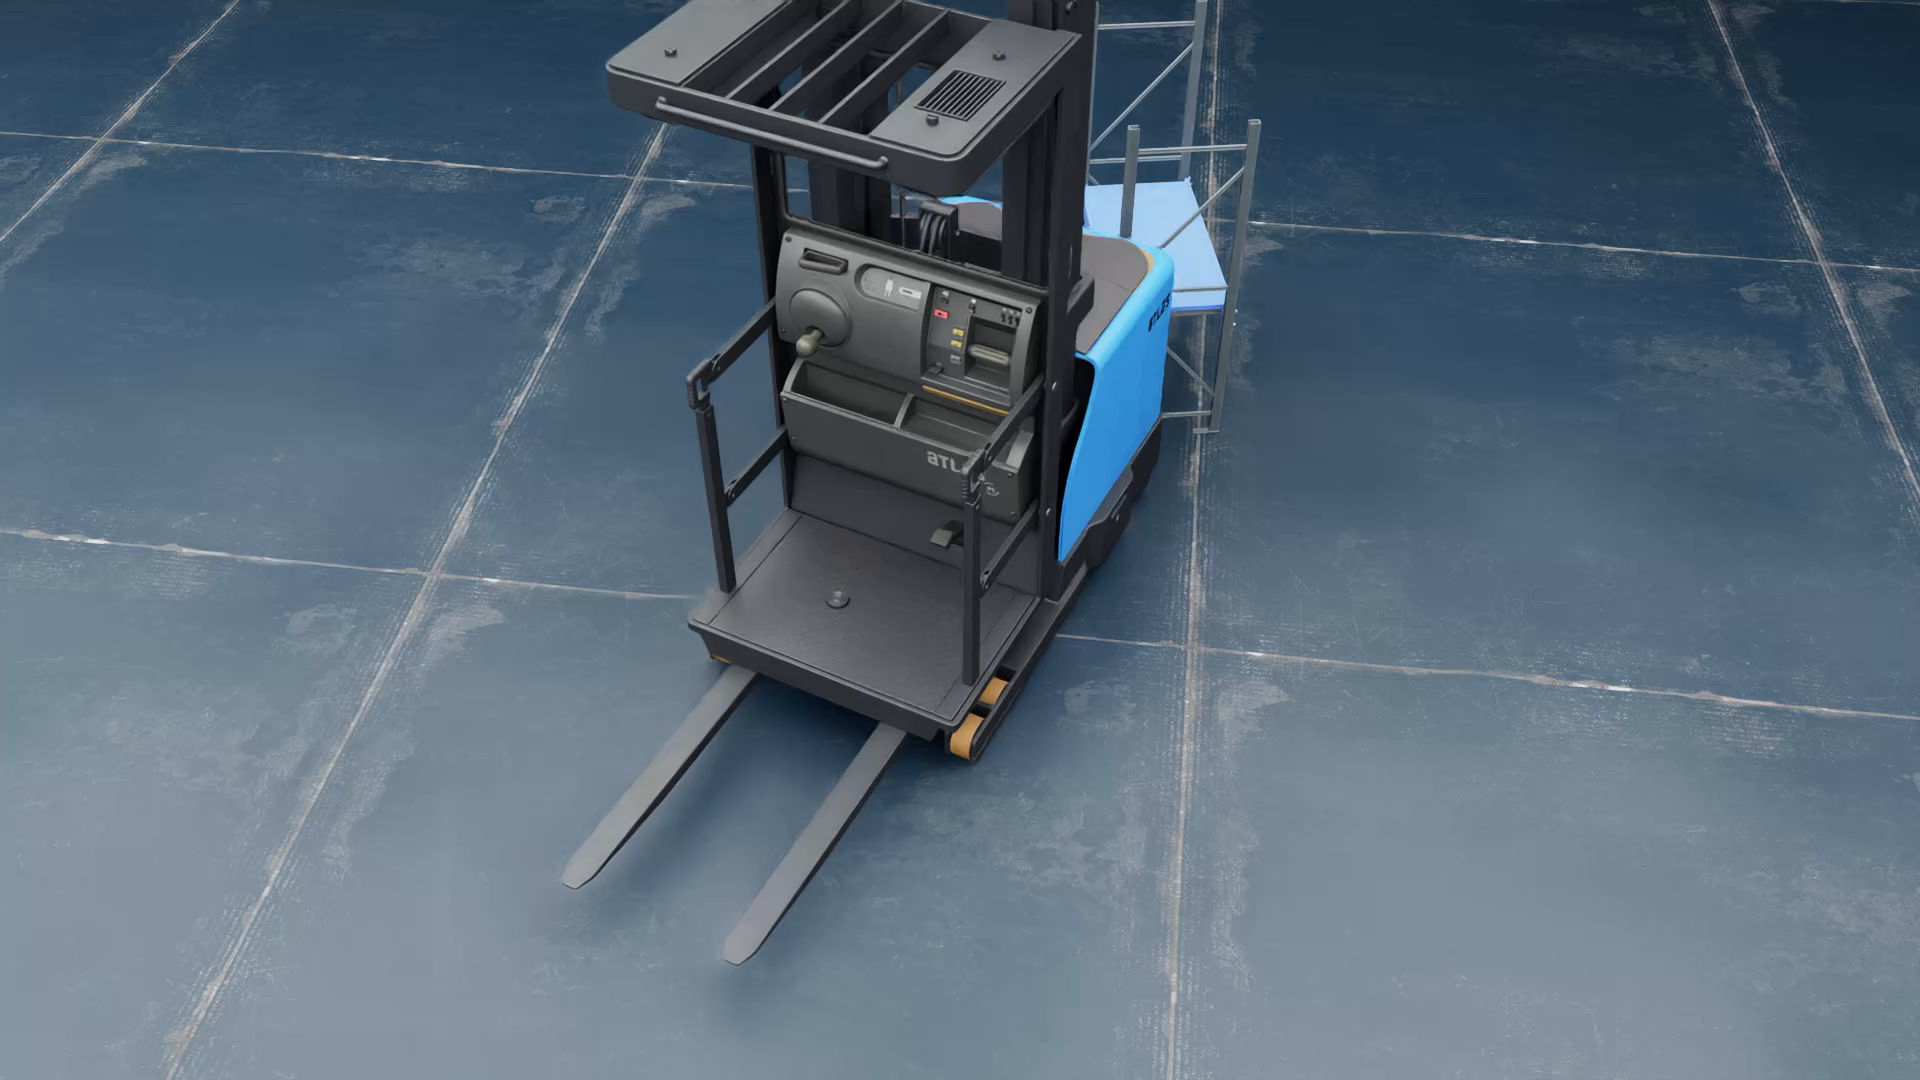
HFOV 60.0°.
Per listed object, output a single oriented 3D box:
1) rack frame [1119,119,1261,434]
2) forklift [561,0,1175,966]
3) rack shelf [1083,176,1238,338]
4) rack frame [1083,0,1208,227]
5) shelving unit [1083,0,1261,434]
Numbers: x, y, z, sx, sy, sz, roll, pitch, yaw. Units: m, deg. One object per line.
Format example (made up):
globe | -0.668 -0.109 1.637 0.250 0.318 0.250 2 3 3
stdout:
rack frame | 0.876 -1.006 6.722 0.500 1.500 0.032 -4 44 -4
forklift | -0.282 -0.638 5.292 1.130 2.935 3.031 19 47 19
rack shelf | 0.830 -1.224 7.213 0.538 0.185 1.000 -4 44 -4
rack frame | 0.784 -1.702 7.457 0.500 1.500 0.032 -4 44 -4
shelving unit | 0.830 -1.354 7.089 0.538 1.500 1.048 -4 44 -4
